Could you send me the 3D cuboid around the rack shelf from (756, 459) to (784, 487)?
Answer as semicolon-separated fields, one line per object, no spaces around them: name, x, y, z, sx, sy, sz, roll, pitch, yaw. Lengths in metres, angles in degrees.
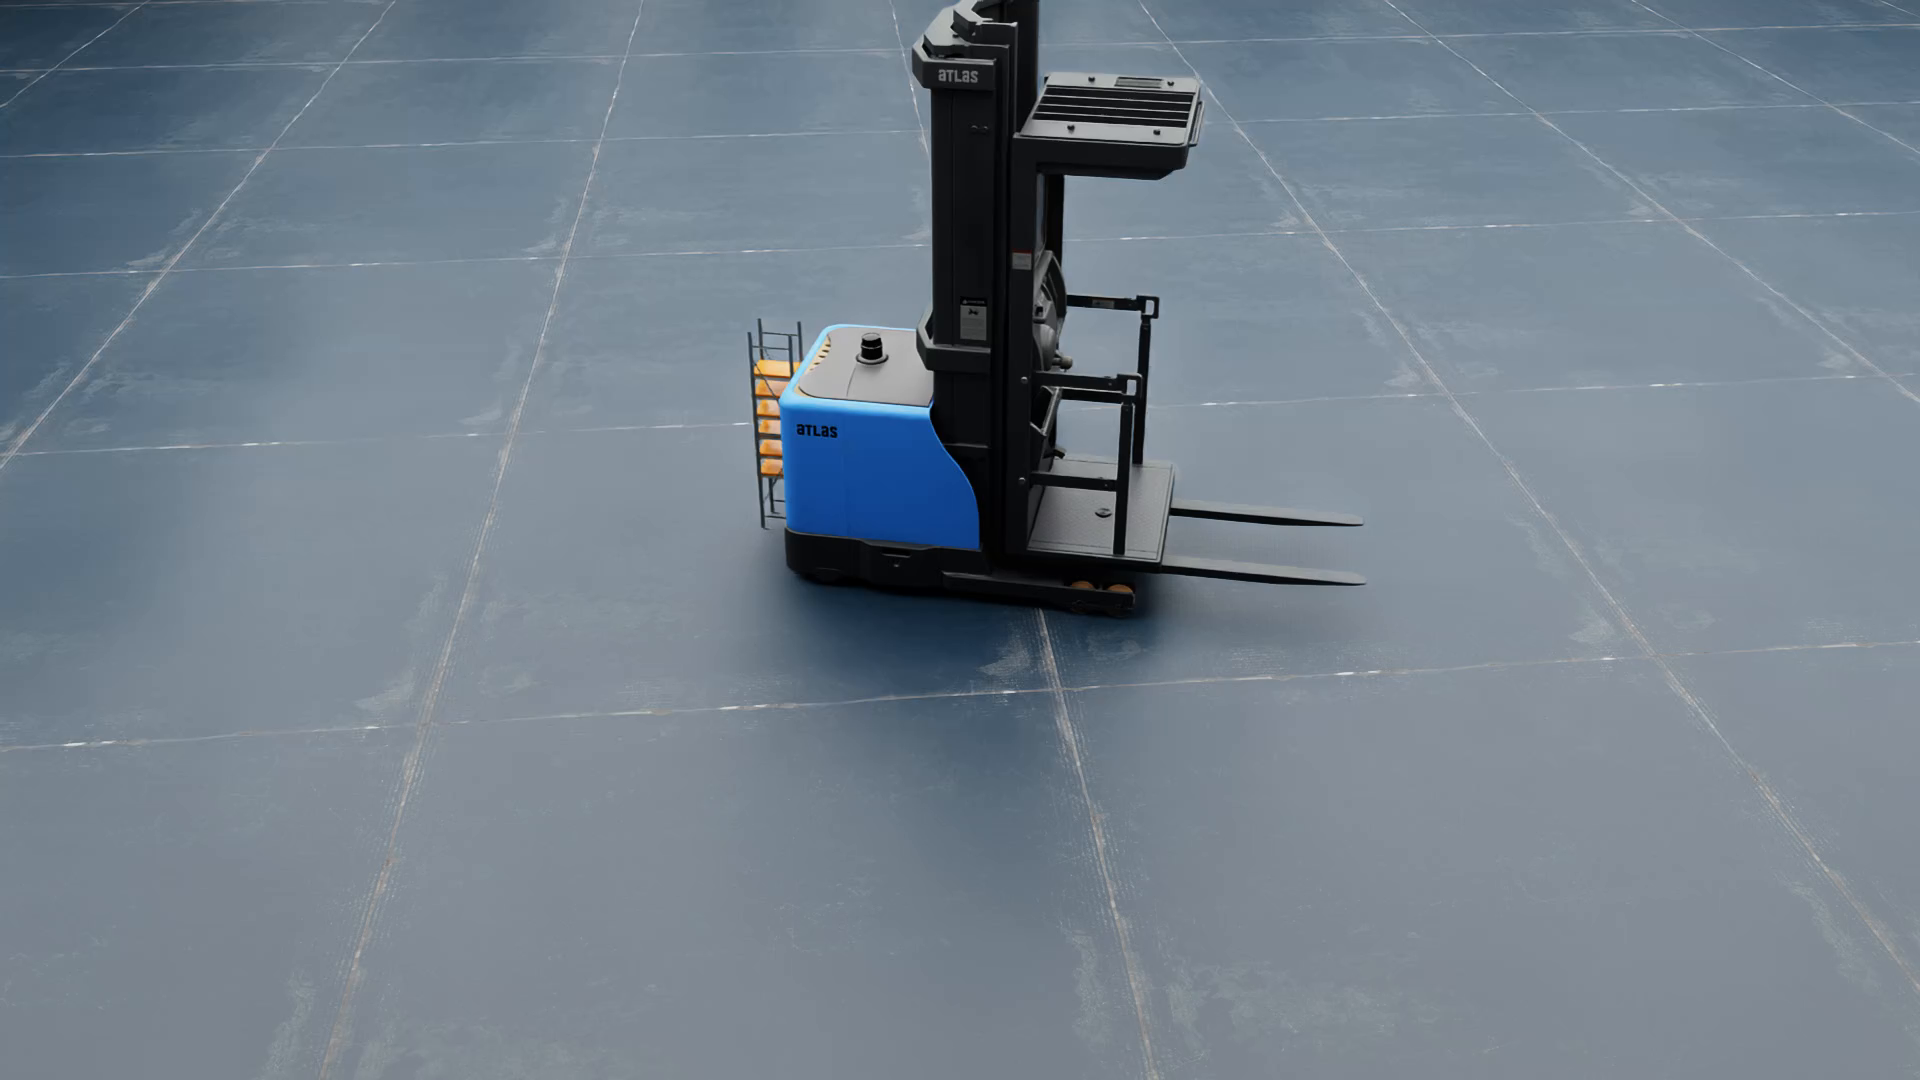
rack shelf;-0.981;-0.370;9.254;0.258;0.103;0.180;5;31;9

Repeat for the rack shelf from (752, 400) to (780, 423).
rack shelf;-0.982;-0.679;9.069;0.258;0.103;0.180;5;31;9

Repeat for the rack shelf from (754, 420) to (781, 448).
rack shelf;-0.981;-0.576;9.131;0.258;0.103;0.180;5;31;9

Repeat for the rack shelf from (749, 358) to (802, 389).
rack shelf;-0.982;-0.885;8.946;0.258;0.103;0.180;5;31;9

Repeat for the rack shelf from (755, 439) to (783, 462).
rack shelf;-0.981;-0.473;9.192;0.258;0.103;0.180;5;31;9

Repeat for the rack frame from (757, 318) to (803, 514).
rack frame;-0.965;-0.660;9.185;0.240;1.200;0.006;5;31;9

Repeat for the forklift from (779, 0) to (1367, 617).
forklift;0.637;-1.156;8.328;3.031;2.935;1.130;5;31;9

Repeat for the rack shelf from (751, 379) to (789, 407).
rack shelf;-0.982;-0.782;9.008;0.258;0.103;0.180;5;31;9

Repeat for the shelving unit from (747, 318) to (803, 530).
shelving unit;-0.982;-0.614;9.108;0.258;1.200;0.189;5;31;9

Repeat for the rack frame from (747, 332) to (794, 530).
rack frame;-0.998;-0.568;9.031;0.240;1.200;0.006;5;31;9
